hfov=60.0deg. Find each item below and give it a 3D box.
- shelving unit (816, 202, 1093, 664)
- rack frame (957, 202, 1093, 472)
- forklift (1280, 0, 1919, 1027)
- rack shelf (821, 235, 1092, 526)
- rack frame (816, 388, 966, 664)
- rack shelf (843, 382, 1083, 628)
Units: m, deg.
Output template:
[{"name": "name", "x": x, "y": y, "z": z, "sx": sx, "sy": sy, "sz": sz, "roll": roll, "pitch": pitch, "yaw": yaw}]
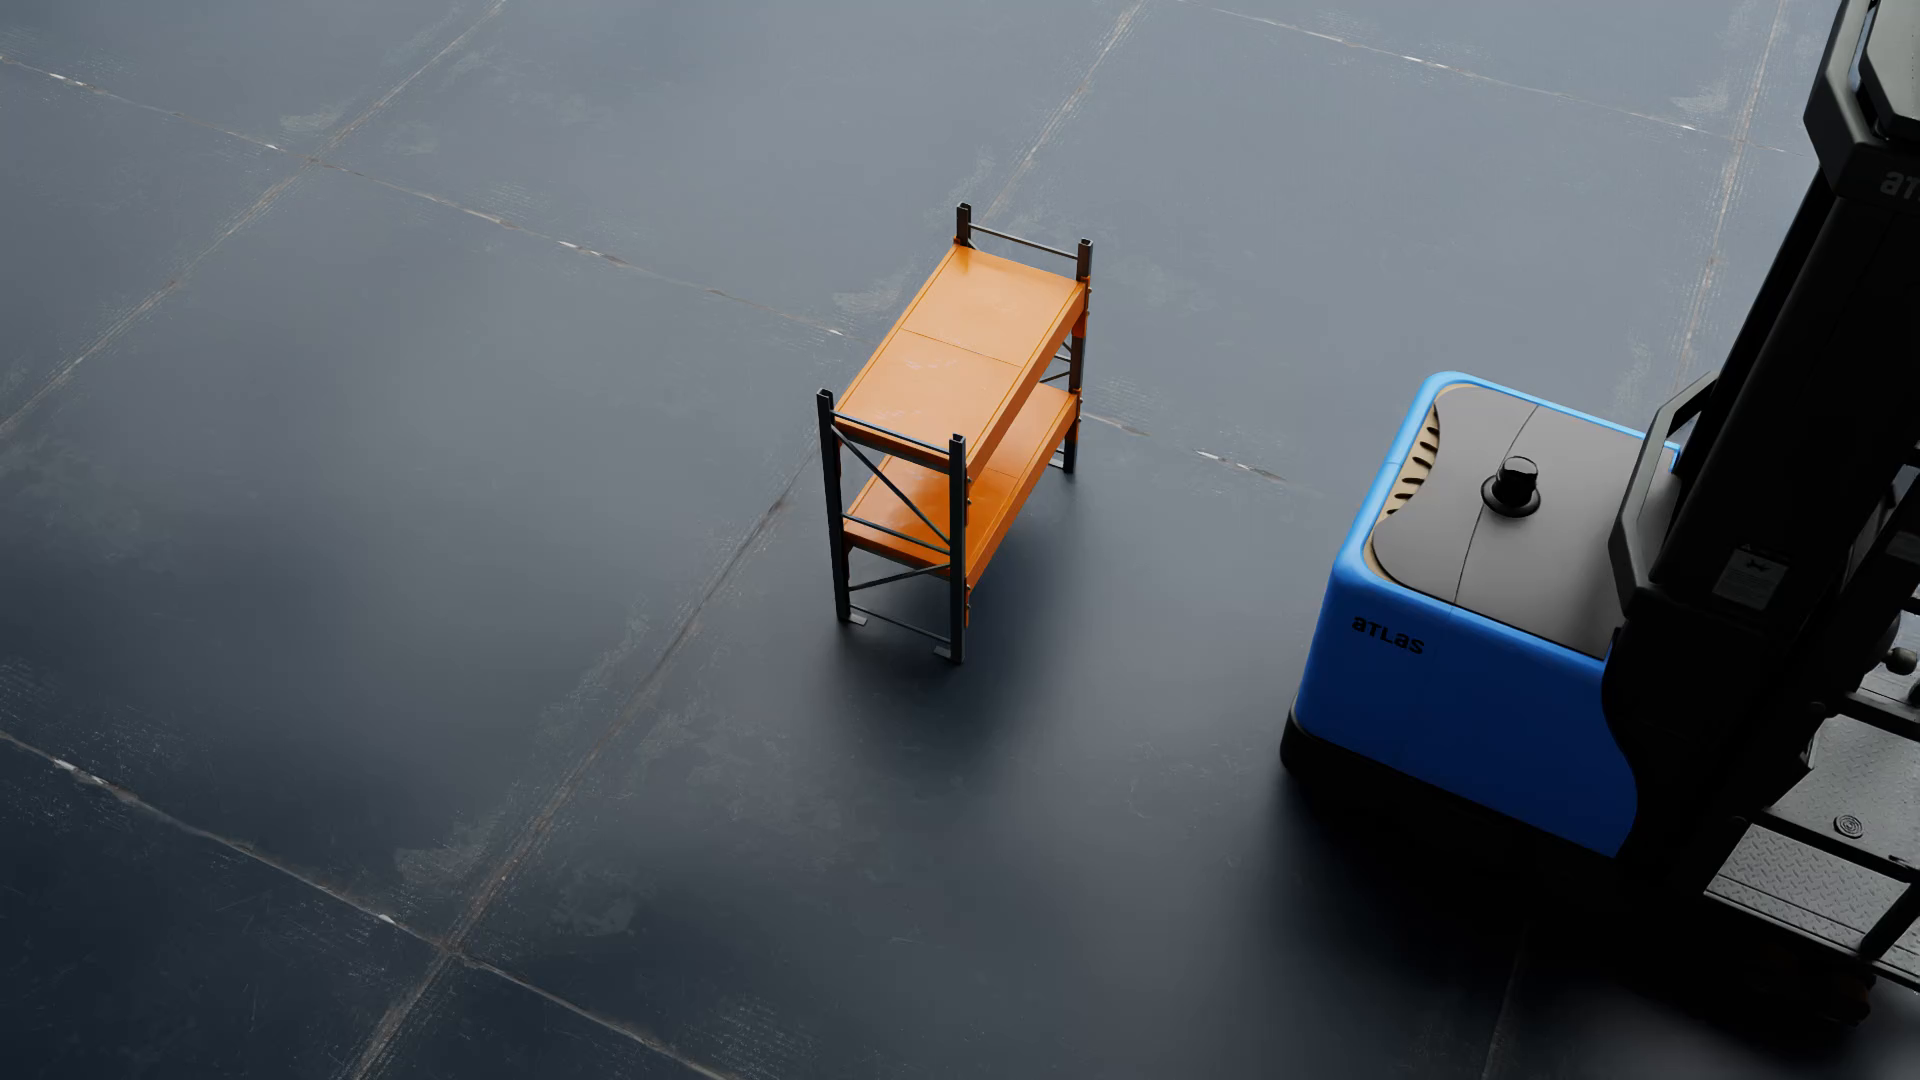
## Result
[{"name": "shelving unit", "x": 0.003, "y": -0.369, "z": 5.826, "sx": 0.538, "sy": 1.125, "sz": 1.048, "roll": 20, "pitch": 52, "yaw": 16}, {"name": "rack frame", "x": 0.220, "y": -0.719, "z": 6.123, "sx": 0.500, "sy": 1.125, "sz": 0.032, "roll": 20, "pitch": 52, "yaw": 16}, {"name": "forklift", "x": 2.613, "y": 0.032, "z": 4.299, "sx": 3.031, "sy": 2.935, "sz": 1.130, "roll": 22, "pitch": 53, "yaw": 18}, {"name": "rack shelf", "x": 0.003, "y": -0.559, "z": 5.603, "sx": 0.538, "sy": 0.278, "sz": 1.000, "roll": 20, "pitch": 52, "yaw": 16}, {"name": "rack frame", "x": -0.214, "y": -0.019, "z": 5.528, "sx": 0.500, "sy": 1.125, "sz": 0.032, "roll": 20, "pitch": 52, "yaw": 16}, {"name": "rack shelf", "x": 0.003, "y": -0.211, "z": 6.012, "sx": 0.538, "sy": 0.278, "sz": 1.000, "roll": 20, "pitch": 52, "yaw": 16}]
